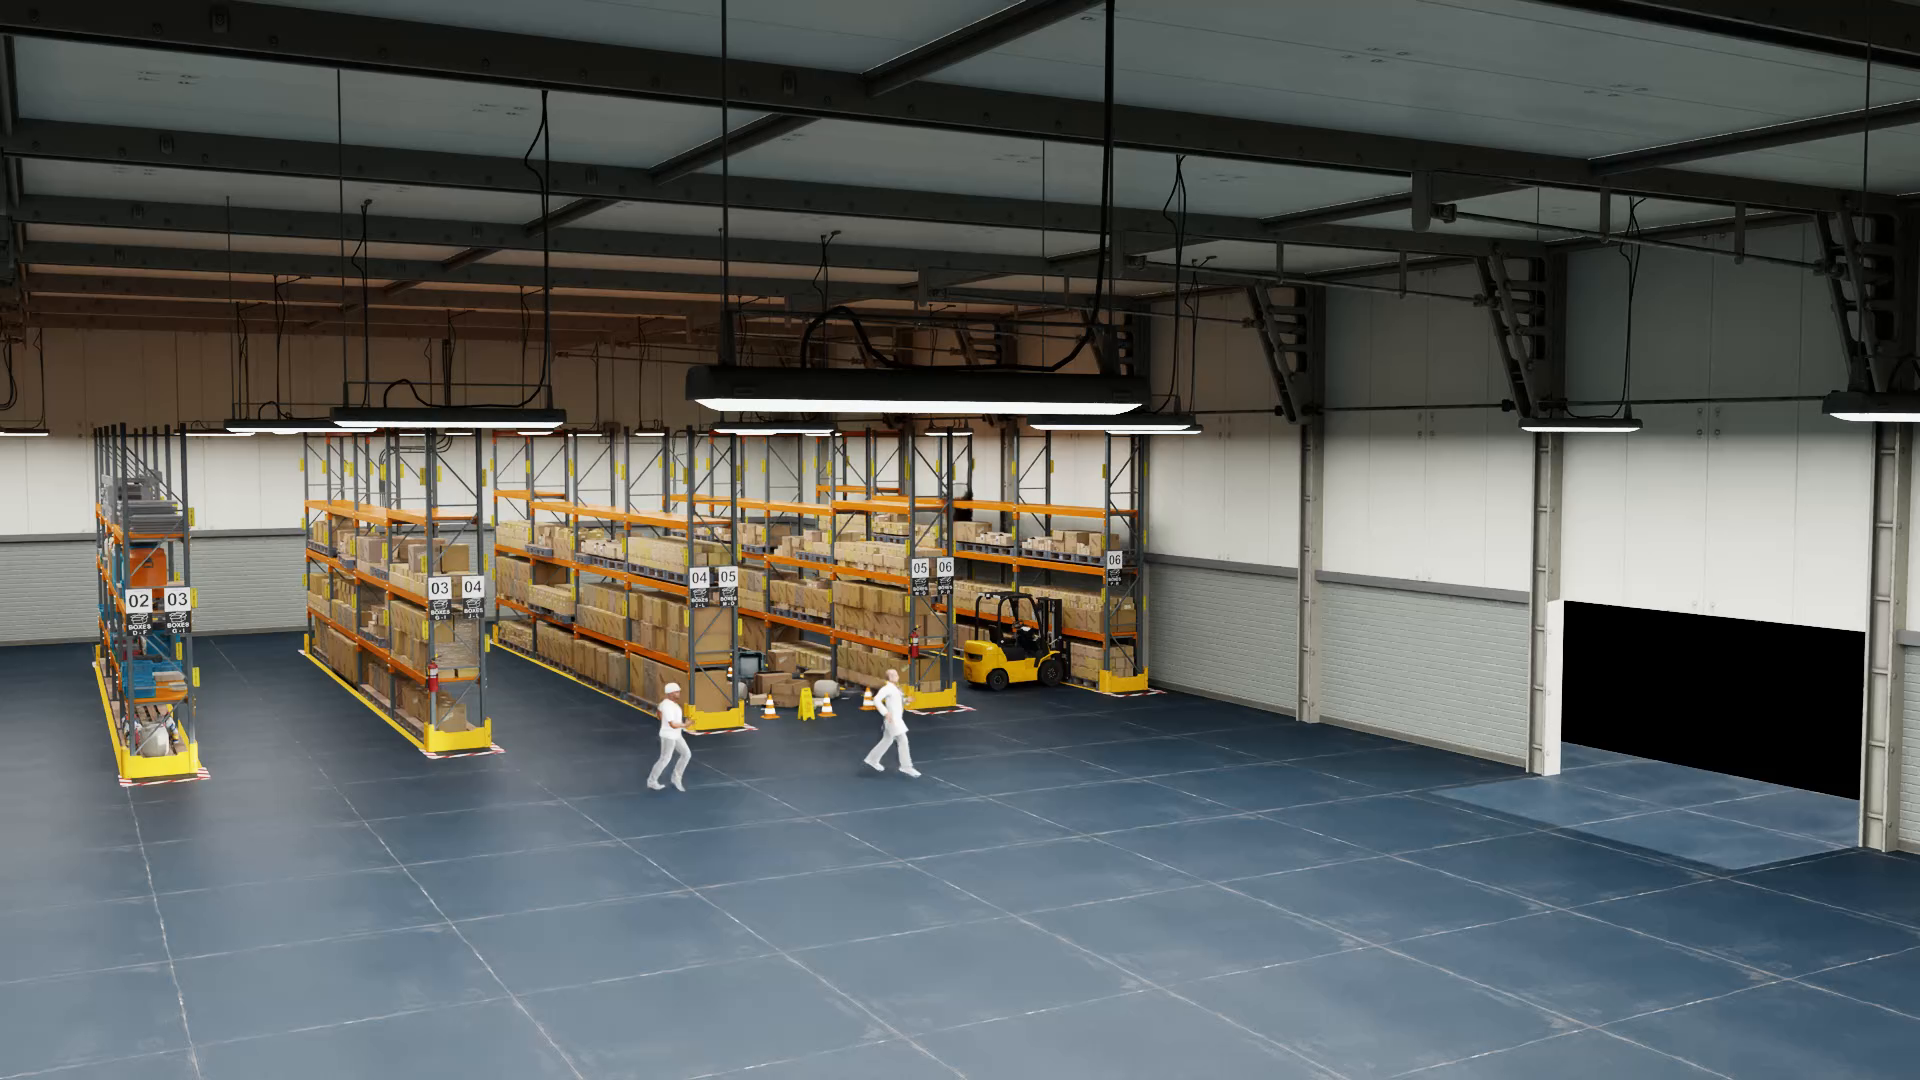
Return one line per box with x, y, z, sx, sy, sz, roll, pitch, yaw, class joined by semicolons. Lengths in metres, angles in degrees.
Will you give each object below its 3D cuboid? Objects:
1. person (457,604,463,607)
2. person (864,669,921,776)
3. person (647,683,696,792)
-14.181;2.033;46.931;0.801;1.679;0.597;1;4;16;person
-1.151;3.098;28.284;0.990;1.808;0.687;0;3;4;person
-4.667;3.213;26.955;0.823;1.808;0.668;0;3;2;person
